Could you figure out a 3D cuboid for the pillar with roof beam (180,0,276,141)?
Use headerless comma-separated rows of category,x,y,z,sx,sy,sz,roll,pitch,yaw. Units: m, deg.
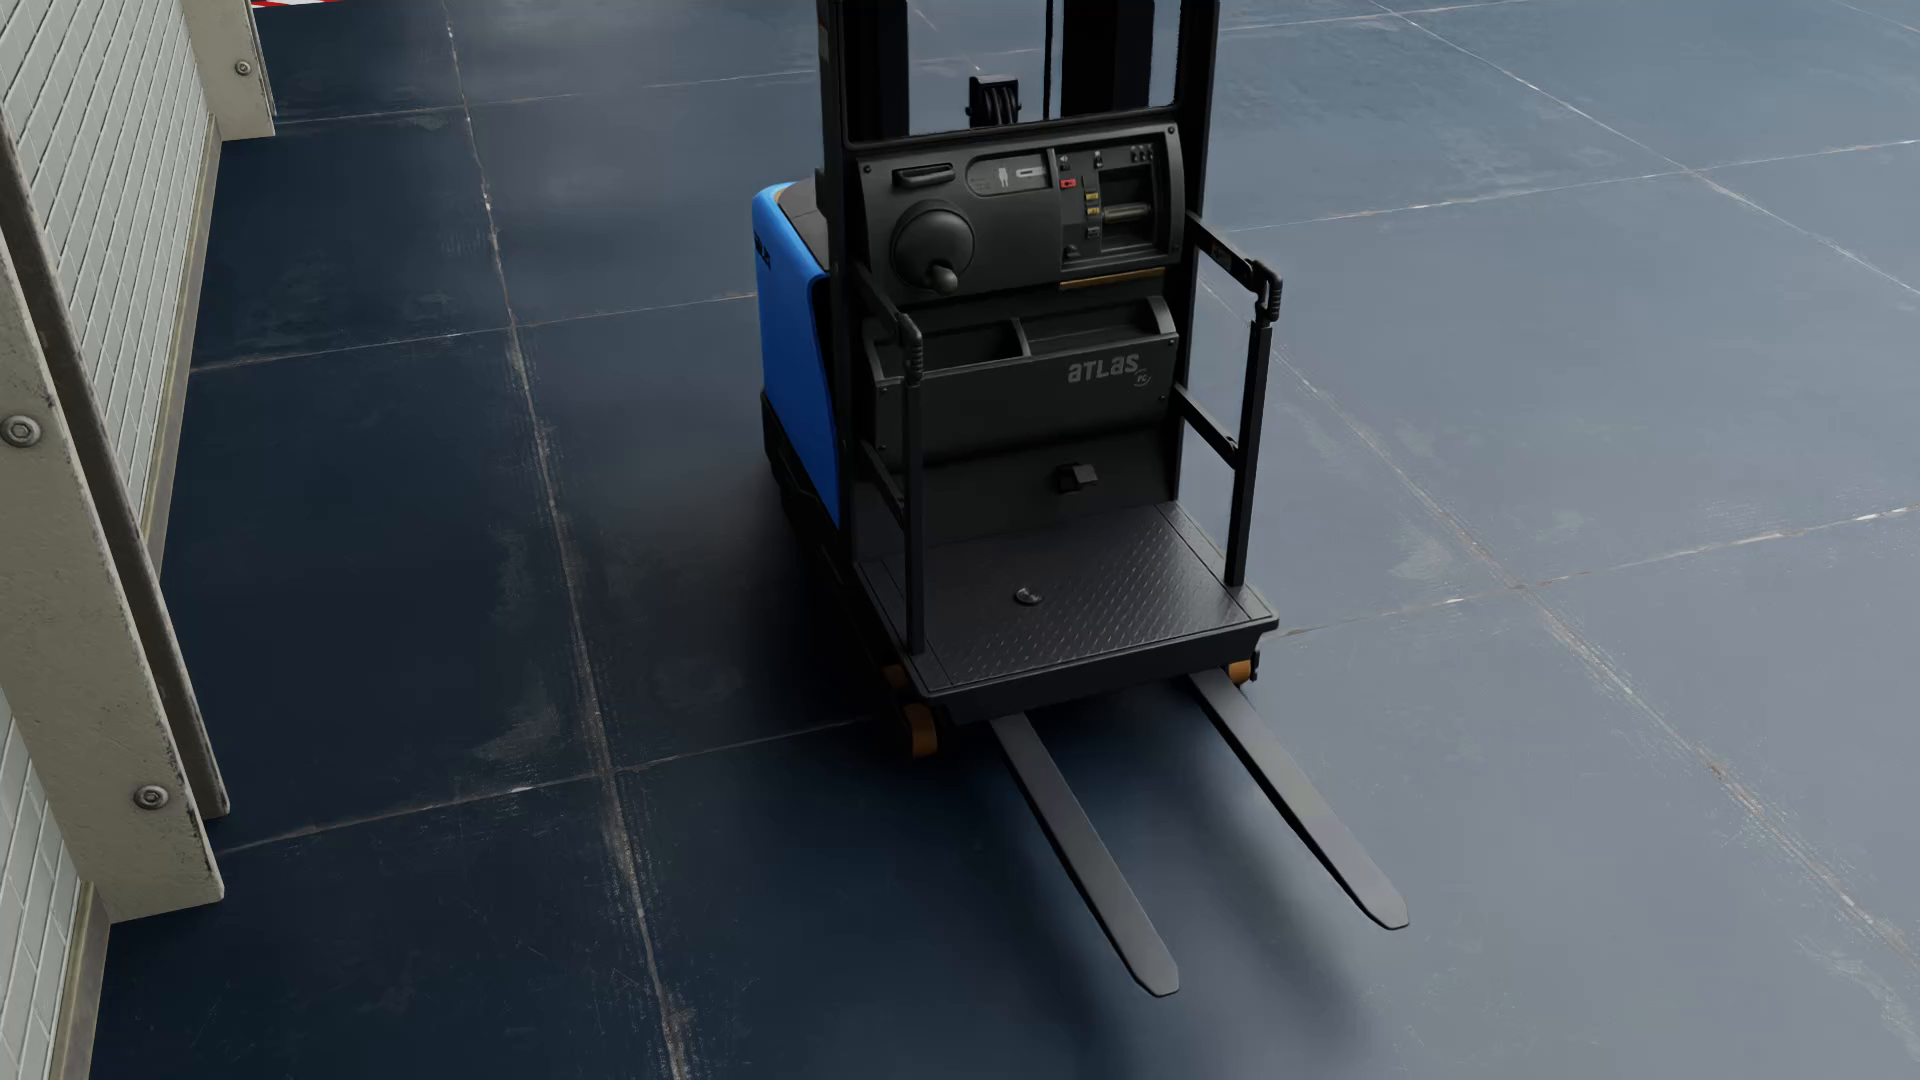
pillar with roof beam,0.143,-6.769,7.831,9.100,9.000,0.400,-10,35,-15

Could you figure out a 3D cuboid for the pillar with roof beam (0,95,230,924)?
pillar with roof beam,1.973,-3.619,3.064,9.100,9.000,0.400,-10,35,-15

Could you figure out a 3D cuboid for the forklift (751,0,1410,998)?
forklift,0.253,-0.847,4.373,1.130,2.935,3.031,-11,35,-16
